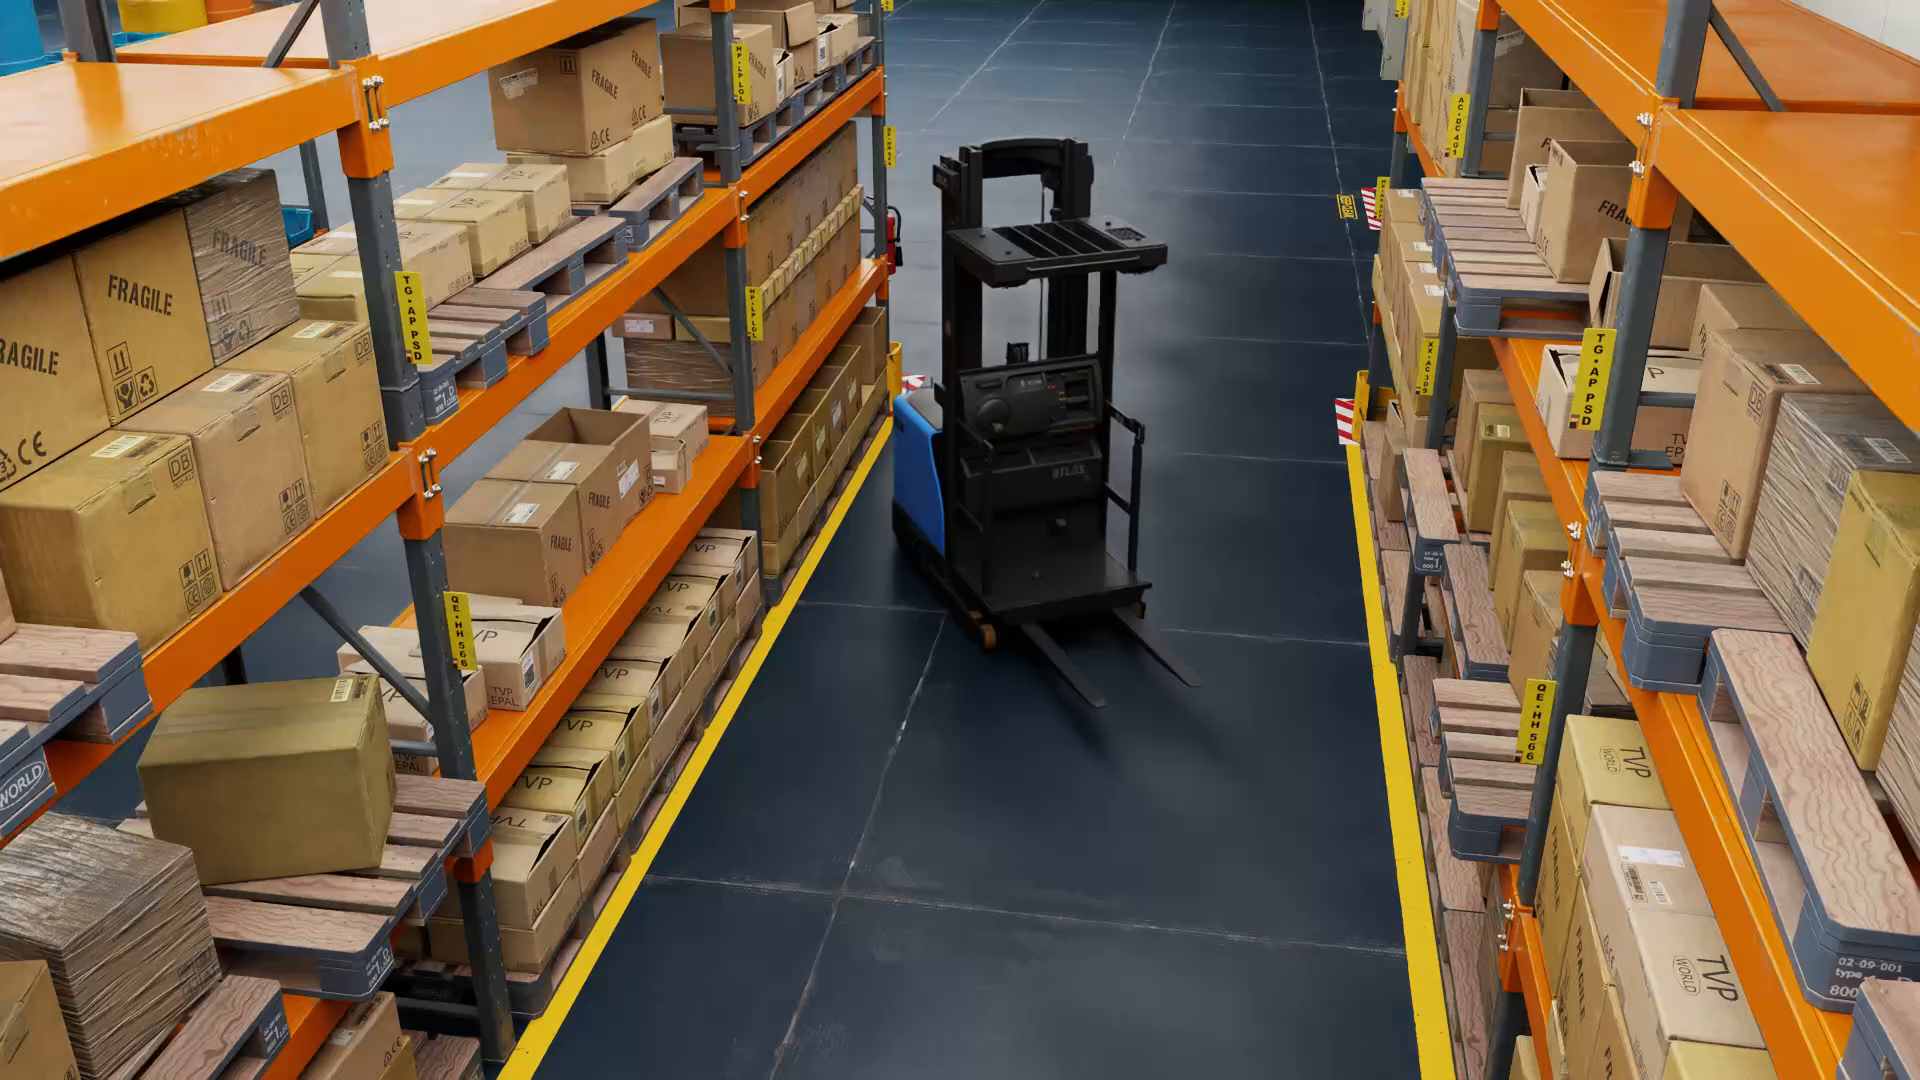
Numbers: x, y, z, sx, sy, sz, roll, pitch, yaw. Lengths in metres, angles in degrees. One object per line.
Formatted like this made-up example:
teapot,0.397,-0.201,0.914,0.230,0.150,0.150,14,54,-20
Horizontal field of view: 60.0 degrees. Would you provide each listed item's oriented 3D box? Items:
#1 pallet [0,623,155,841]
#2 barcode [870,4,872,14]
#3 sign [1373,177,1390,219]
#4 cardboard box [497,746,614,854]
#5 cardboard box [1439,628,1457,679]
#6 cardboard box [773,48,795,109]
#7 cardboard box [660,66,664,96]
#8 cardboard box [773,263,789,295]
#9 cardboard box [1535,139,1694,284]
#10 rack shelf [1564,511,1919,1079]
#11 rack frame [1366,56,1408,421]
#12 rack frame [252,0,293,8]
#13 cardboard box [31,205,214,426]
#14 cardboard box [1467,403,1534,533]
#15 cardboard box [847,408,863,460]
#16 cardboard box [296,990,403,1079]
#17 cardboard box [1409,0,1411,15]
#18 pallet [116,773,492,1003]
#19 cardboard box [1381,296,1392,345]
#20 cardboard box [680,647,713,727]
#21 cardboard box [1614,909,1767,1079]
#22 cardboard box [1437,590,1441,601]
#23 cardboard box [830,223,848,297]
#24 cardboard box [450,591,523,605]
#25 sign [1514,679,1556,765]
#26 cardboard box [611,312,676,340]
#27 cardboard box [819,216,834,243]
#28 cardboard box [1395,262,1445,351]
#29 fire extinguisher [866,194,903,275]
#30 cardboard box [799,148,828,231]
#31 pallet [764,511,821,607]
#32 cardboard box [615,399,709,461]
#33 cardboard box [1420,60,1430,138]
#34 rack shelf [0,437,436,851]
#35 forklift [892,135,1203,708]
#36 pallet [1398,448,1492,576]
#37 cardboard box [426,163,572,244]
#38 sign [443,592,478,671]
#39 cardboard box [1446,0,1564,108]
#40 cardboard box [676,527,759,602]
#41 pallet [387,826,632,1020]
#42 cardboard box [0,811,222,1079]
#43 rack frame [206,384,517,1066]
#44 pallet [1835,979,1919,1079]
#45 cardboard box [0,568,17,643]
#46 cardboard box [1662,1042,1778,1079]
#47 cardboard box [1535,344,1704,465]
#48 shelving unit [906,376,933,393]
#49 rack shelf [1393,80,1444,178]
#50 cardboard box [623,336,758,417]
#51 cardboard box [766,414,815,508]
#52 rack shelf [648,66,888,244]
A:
pallet,-2.715,0.495,3.838,1.213,0.211,1.003,4,25,9
barcode,-0.670,-4.011,12.557,0.001,0.075,0.075,4,25,9
sign,3.256,-2.637,12.824,0.100,0.325,0.005,4,25,9
cardboard box,-1.951,1.179,7.779,0.500,0.311,0.500,3,25,7
cardboard box,3.034,0.708,9.130,0.700,0.500,0.500,5,26,10
cardboard box,-1.319,-2.866,10.241,0.500,0.311,0.500,3,25,6
cardboard box,-1.823,-2.898,10.500,0.380,0.149,0.250,4,25,9
cardboard box,-1.349,-1.741,11.049,0.380,0.149,0.250,3,25,7
cardboard box,2.768,-1.389,7.028,0.500,0.500,0.500,3,25,7
rack shelf,2.157,0.942,3.509,1.077,0.370,4.000,4,25,9
rack frame,3.791,-2.207,12.927,1.000,3.000,0.127,4,25,9
rack frame,-5.982,-5.611,13.122,1.000,3.000,0.127,4,25,9
cardboard box,-2.565,-0.664,4.795,0.500,0.500,0.500,4,25,9
cardboard box,2.922,-0.335,8.291,0.700,0.500,0.500,7,26,14
cardboard box,-1.042,-0.830,12.732,0.500,0.250,0.500,4,25,9
cardboard box,-2.330,1.822,5.865,0.500,0.250,0.500,5,26,11
cardboard box,3.489,-3.929,11.745,0.500,0.500,0.500,2,25,5
pallet,-2.445,1.172,5.933,1.213,0.211,1.003,4,25,9
cardboard box,3.238,-1.535,11.645,0.500,0.250,0.500,4,25,8
cardboard box,-1.699,0.798,9.254,0.500,0.250,0.500,5,25,10
cardboard box,1.990,1.216,4.236,0.500,0.250,0.500,4,25,9
cardboard box,3.195,0.324,10.343,0.380,0.166,0.250,1,25,2
cardboard box,-1.266,-2.180,12.751,0.700,0.500,0.500,5,25,10
cardboard box,-2.251,0.374,7.710,0.380,0.149,0.250,6,26,12
sign,1.947,0.617,5.622,0.100,0.325,0.005,4,25,9
cardboard box,-1.917,-1.344,10.199,0.380,0.149,0.250,4,25,8
cardboard box,-1.140,-2.283,12.207,0.380,0.149,0.250,5,26,10
cardboard box,3.079,-1.453,10.585,0.500,0.500,0.500,3,25,7
fire extinguisher,-0.619,-2.531,13.710,0.296,0.674,0.183,4,25,9
cardboard box,-1.356,-2.534,11.977,0.700,0.500,0.500,4,25,9
pallet,-1.579,0.057,11.378,1.003,0.211,1.213,4,25,9
cardboard box,-1.787,-0.599,9.668,0.500,0.250,0.500,6,26,12
cardboard box,3.220,-2.832,10.583,0.500,0.500,0.500,6,26,12
rack shelf,-2.731,0.601,4.238,1.077,0.370,4.000,4,25,9
forklift,0.527,-0.845,10.098,1.130,2.935,3.031,-9,27,-19
pallet,2.869,-0.138,8.732,1.003,0.211,1.213,4,25,9
cardboard box,-2.123,-1.561,7.690,0.500,0.250,0.500,2,25,4
sign,-1.867,0.342,6.208,0.100,0.325,0.005,4,25,9
cardboard box,2.952,-2.628,8.968,0.500,0.500,0.500,2,25,4
cardboard box,-1.533,0.115,10.054,0.500,0.311,0.500,4,25,9
pallet,-2.231,1.718,7.830,1.003,0.211,1.213,4,25,9
cardboard box,-2.733,1.202,5.030,0.700,0.500,0.500,9,27,18
rack frame,-2.404,0.797,6.509,1.000,3.000,0.127,4,25,9
pallet,1.931,1.153,2.436,0.805,0.209,1.217,3,25,6
cardboard box,-2.687,0.067,3.799,0.600,0.600,0.600,3,25,6
cardboard box,1.913,1.430,3.779,0.500,0.250,0.500,4,25,7
cardboard box,2.335,-0.508,5.841,0.500,0.311,0.500,4,25,9
shelving unit,-0.239,-0.617,11.829,0.215,1.050,0.252,-9,27,-19
rack shelf,3.465,-2.403,10.657,1.077,0.370,4.000,4,25,9
cardboard box,-1.684,-1.107,10.459,0.700,0.500,0.500,3,25,7
cardboard box,-1.291,-0.542,11.234,0.500,0.500,0.500,4,25,9
rack shelf,-1.423,-2.745,11.387,1.077,0.370,4.000,4,25,9
